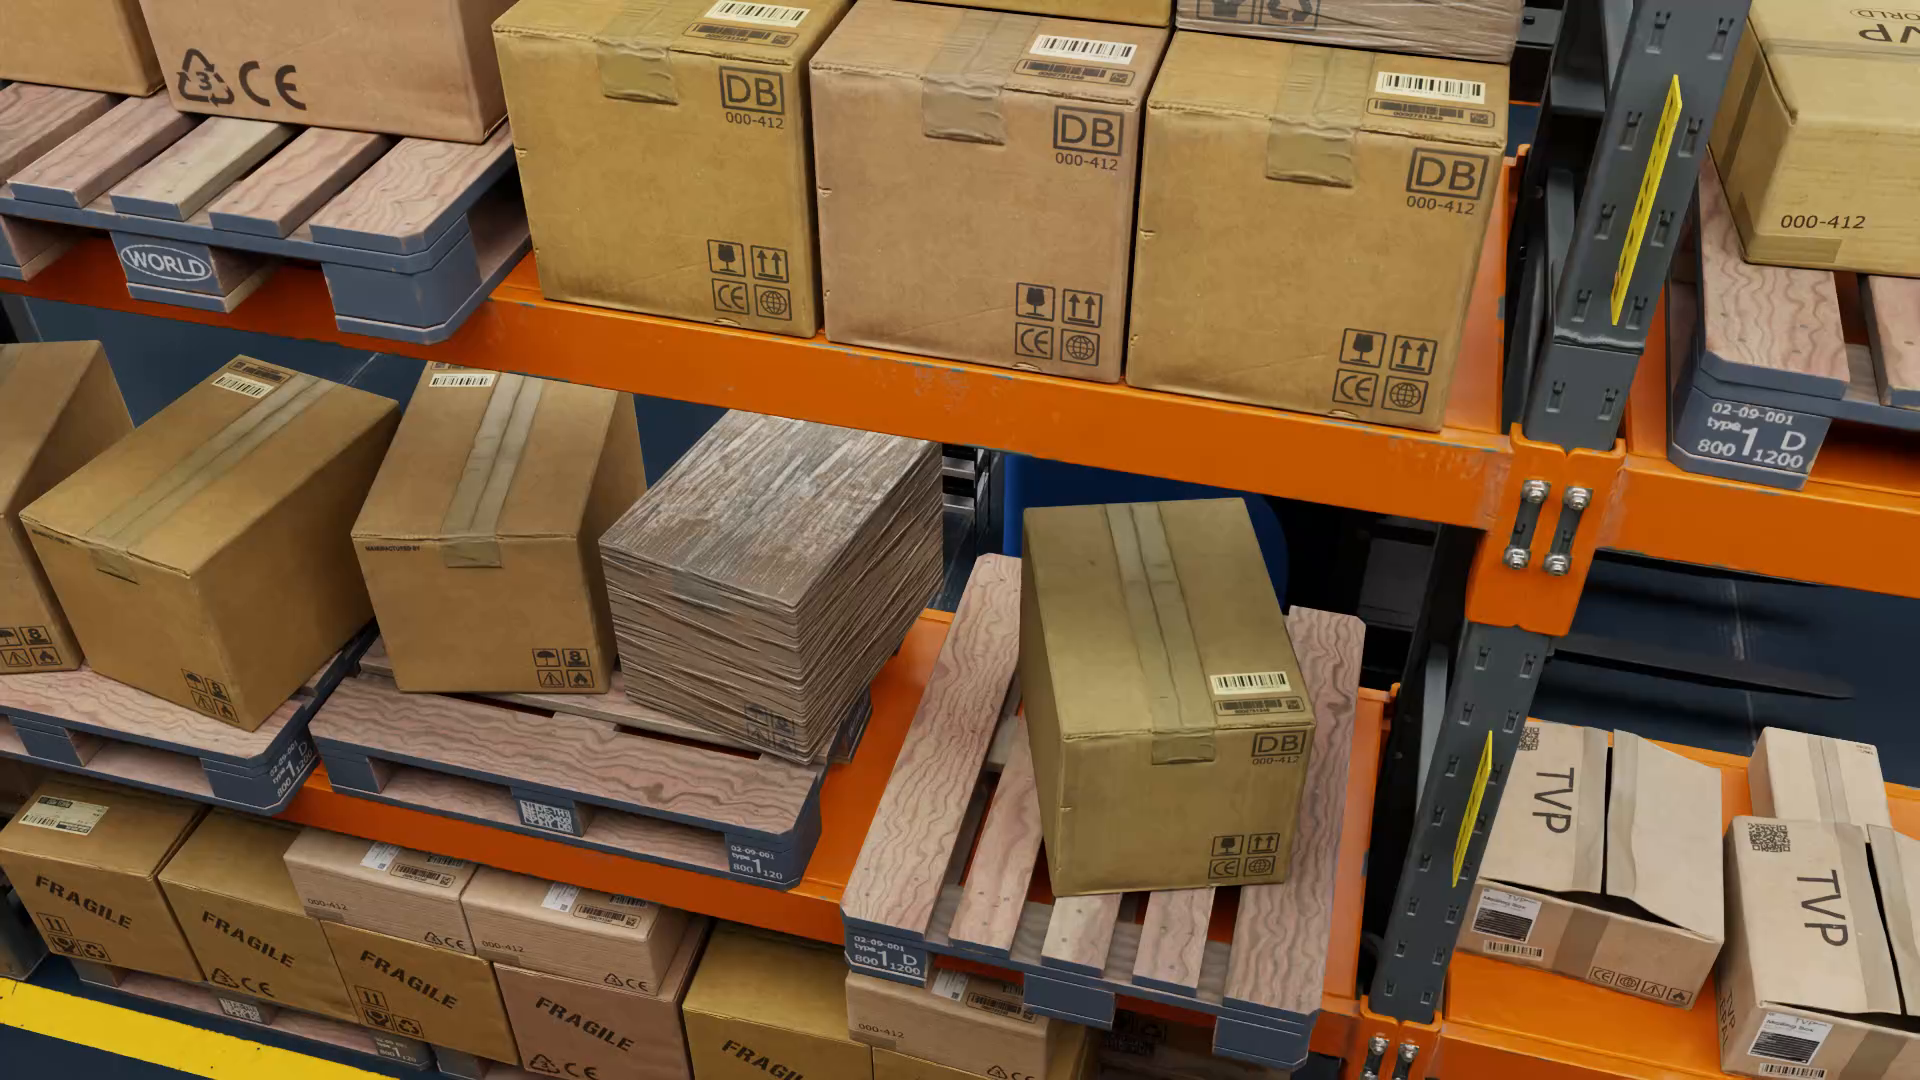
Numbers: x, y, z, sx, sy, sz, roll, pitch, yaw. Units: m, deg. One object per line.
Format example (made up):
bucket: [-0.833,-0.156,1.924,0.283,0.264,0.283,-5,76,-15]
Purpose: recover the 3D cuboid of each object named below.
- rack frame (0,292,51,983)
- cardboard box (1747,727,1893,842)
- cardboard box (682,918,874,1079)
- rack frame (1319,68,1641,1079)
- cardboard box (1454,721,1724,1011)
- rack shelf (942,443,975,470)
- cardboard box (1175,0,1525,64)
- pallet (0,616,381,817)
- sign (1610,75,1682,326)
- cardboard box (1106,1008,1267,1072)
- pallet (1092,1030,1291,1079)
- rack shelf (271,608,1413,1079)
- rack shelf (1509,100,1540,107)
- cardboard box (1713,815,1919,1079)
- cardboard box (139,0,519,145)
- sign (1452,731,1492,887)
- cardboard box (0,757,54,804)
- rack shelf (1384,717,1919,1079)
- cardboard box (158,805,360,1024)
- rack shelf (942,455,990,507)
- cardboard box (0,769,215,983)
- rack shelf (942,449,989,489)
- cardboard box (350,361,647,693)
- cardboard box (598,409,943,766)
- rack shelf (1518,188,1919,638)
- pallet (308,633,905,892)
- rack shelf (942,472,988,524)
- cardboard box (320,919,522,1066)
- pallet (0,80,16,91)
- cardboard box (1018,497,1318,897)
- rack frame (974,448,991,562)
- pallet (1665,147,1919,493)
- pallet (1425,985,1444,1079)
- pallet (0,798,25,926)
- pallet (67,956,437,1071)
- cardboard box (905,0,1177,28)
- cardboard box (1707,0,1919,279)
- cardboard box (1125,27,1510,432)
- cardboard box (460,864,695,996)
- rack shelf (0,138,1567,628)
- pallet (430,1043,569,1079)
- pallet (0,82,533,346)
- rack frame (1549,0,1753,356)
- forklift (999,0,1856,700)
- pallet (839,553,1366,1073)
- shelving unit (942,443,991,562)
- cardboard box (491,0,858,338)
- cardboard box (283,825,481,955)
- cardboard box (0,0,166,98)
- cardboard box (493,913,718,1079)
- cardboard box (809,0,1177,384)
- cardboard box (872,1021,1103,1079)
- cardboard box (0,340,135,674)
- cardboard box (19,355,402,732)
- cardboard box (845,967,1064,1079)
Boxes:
rack frame: [-2.810,-0.104,4.541,0.127,3.000,1.000,10,41,11]
cardboard box: [1.994,0.635,3.856,0.250,0.149,0.380,10,41,11]
cardboard box: [-0.410,1.254,4.526,0.500,0.500,0.500,8,41,10]
rack frame: [1.054,0.561,3.749,0.127,3.000,1.000,10,41,11]
cardboard box: [1.394,0.683,3.674,0.500,0.311,0.500,12,42,14]
rack shelf: [-0.008,-0.389,6.426,0.200,0.077,0.258,10,41,11]
cardboard box: [0.634,-1.085,2.522,0.500,0.500,0.500,10,41,11]
pallet: [-2.066,0.170,4.364,1.213,0.211,1.003,10,41,11]
sign: [0.912,-0.449,2.217,0.005,0.325,0.100,10,41,11]
cardboard box: [0.688,1.097,4.713,0.500,0.500,0.500,11,41,13]
pallet: [0.343,1.481,4.822,1.213,0.211,1.003,10,41,11]
rack shelf: [-0.878,0.504,4.377,4.000,0.370,1.077,10,41,11]
rack shelf: [4.270,-1.907,7.248,4.000,0.370,1.077,10,41,11]
cardboard box: [1.868,0.864,3.458,0.500,0.311,0.500,9,41,11]
cardboard box: [-1.053,-1.140,2.961,0.600,0.600,0.600,8,41,10]
sign: [0.923,0.487,2.999,0.005,0.325,0.100,10,41,11]
cardboard box: [-3.159,0.553,5.507,0.500,0.311,0.500,10,41,11]
rack shelf: [2.986,1.169,3.585,4.000,0.370,1.077,10,41,11]
cardboard box: [-1.887,0.999,4.830,0.500,0.500,0.500,10,41,12]
rack shelf: [-0.008,-0.252,6.542,0.200,0.077,0.258,10,41,11]
cardboard box: [-2.406,0.917,4.928,0.500,0.500,0.500,8,41,9]
rack shelf: [-0.008,-0.320,6.484,0.200,0.077,0.258,10,41,11]
cardboard box: [-1.087,-0.047,4.070,0.500,0.500,0.700,0,40,0]
cardboard box: [-0.417,0.057,3.946,0.500,0.500,0.700,17,43,20]
rack shelf: [2.986,0.021,2.620,4.000,0.370,1.077,10,41,11]
pallet: [-0.826,0.314,4.193,1.213,0.211,1.003,10,41,11]
rack shelf: [-0.008,-0.183,6.599,0.200,0.077,0.258,10,41,11]
cardboard box: [-1.407,1.086,4.726,0.500,0.500,0.500,10,41,12]
pallet: [-2.198,-1.028,3.456,1.003,0.211,1.213,10,41,11]
cardboard box: [0.417,0.327,3.623,0.500,0.500,0.700,-3,40,-3]
rack frame: [0.090,-0.329,6.442,0.006,0.900,0.240,10,41,11]
pallet: [1.733,-0.458,2.777,1.003,0.211,1.213,12,41,13]
pallet: [1.839,1.790,4.454,1.213,0.211,1.003,10,41,11]
pallet: [-3.473,0.849,5.575,1.213,0.211,1.003,10,41,11]
pallet: [-2.014,1.076,5.305,1.213,0.211,1.003,10,41,11]
cardboard box: [0.142,-1.170,2.623,0.500,0.500,0.500,10,41,11]
cardboard box: [1.507,-0.650,2.650,0.500,0.250,0.500,7,41,8]
cardboard box: [0.624,-0.677,2.814,0.500,0.500,0.910,10,41,11]
cardboard box: [-0.955,0.879,4.390,0.500,0.250,0.500,9,41,11]
rack shelf: [-0.878,-0.644,3.412,4.000,0.370,1.077,10,41,11]
pallet: [-0.832,1.277,5.065,1.213,0.211,1.003,10,41,11]
pallet: [-1.195,-0.858,3.253,1.003,0.211,1.213,10,41,11]
rack frame: [1.054,-1.736,1.820,0.127,3.000,1.000,10,41,11]
forklift: [1.722,-0.863,5.498,3.031,2.935,1.130,10,41,11]
pallet: [0.381,0.566,3.893,1.003,0.211,1.213,10,41,11]
shelving unit: [-0.008,-0.346,6.462,0.210,0.900,0.258,10,41,11]
cardboard box: [-0.371,-0.849,3.018,0.500,0.500,0.910,10,41,11]
cardboard box: [-1.440,0.796,4.488,0.500,0.250,0.500,10,41,12]
cardboard box: [-1.691,-1.263,3.107,0.600,0.600,0.600,9,41,11]
cardboard box: [-0.918,1.171,4.625,0.500,0.500,0.500,8,41,10]
cardboard box: [0.131,-0.762,2.915,0.500,0.500,0.910,10,41,11]
cardboard box: [0.090,1.340,4.423,0.500,0.500,0.500,11,41,13]
cardboard box: [-2.410,-0.085,4.115,0.500,0.500,0.700,-3,40,-3]
cardboard box: [-1.729,-0.010,4.025,0.500,0.500,0.700,16,43,18]
cardboard box: [0.035,1.046,4.190,0.500,0.250,0.500,11,41,13]
